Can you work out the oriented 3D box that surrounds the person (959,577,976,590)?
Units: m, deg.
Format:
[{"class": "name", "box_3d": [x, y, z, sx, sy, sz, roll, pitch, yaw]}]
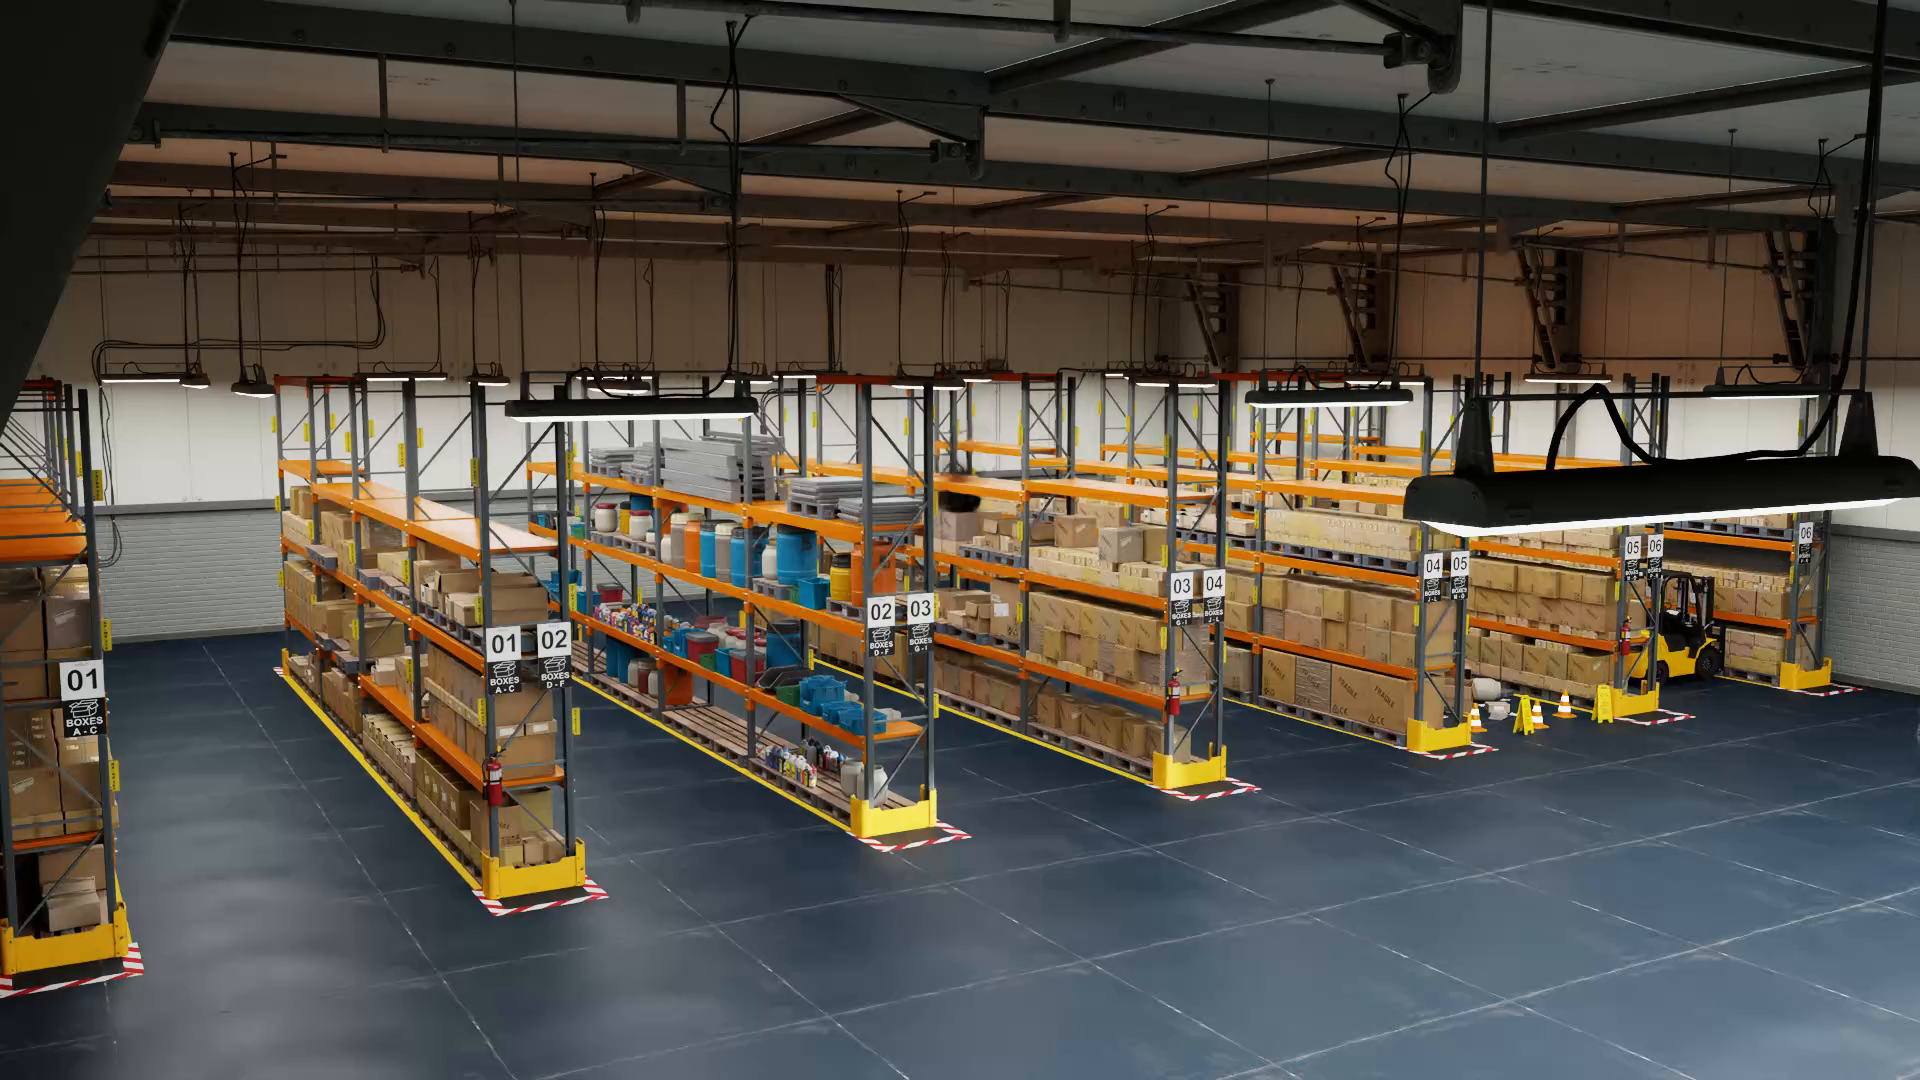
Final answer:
[{"class": "person", "box_3d": [0.175, 0.921, 42.402, 0.790, 1.584, 0.686, 2, 7, 17]}]
